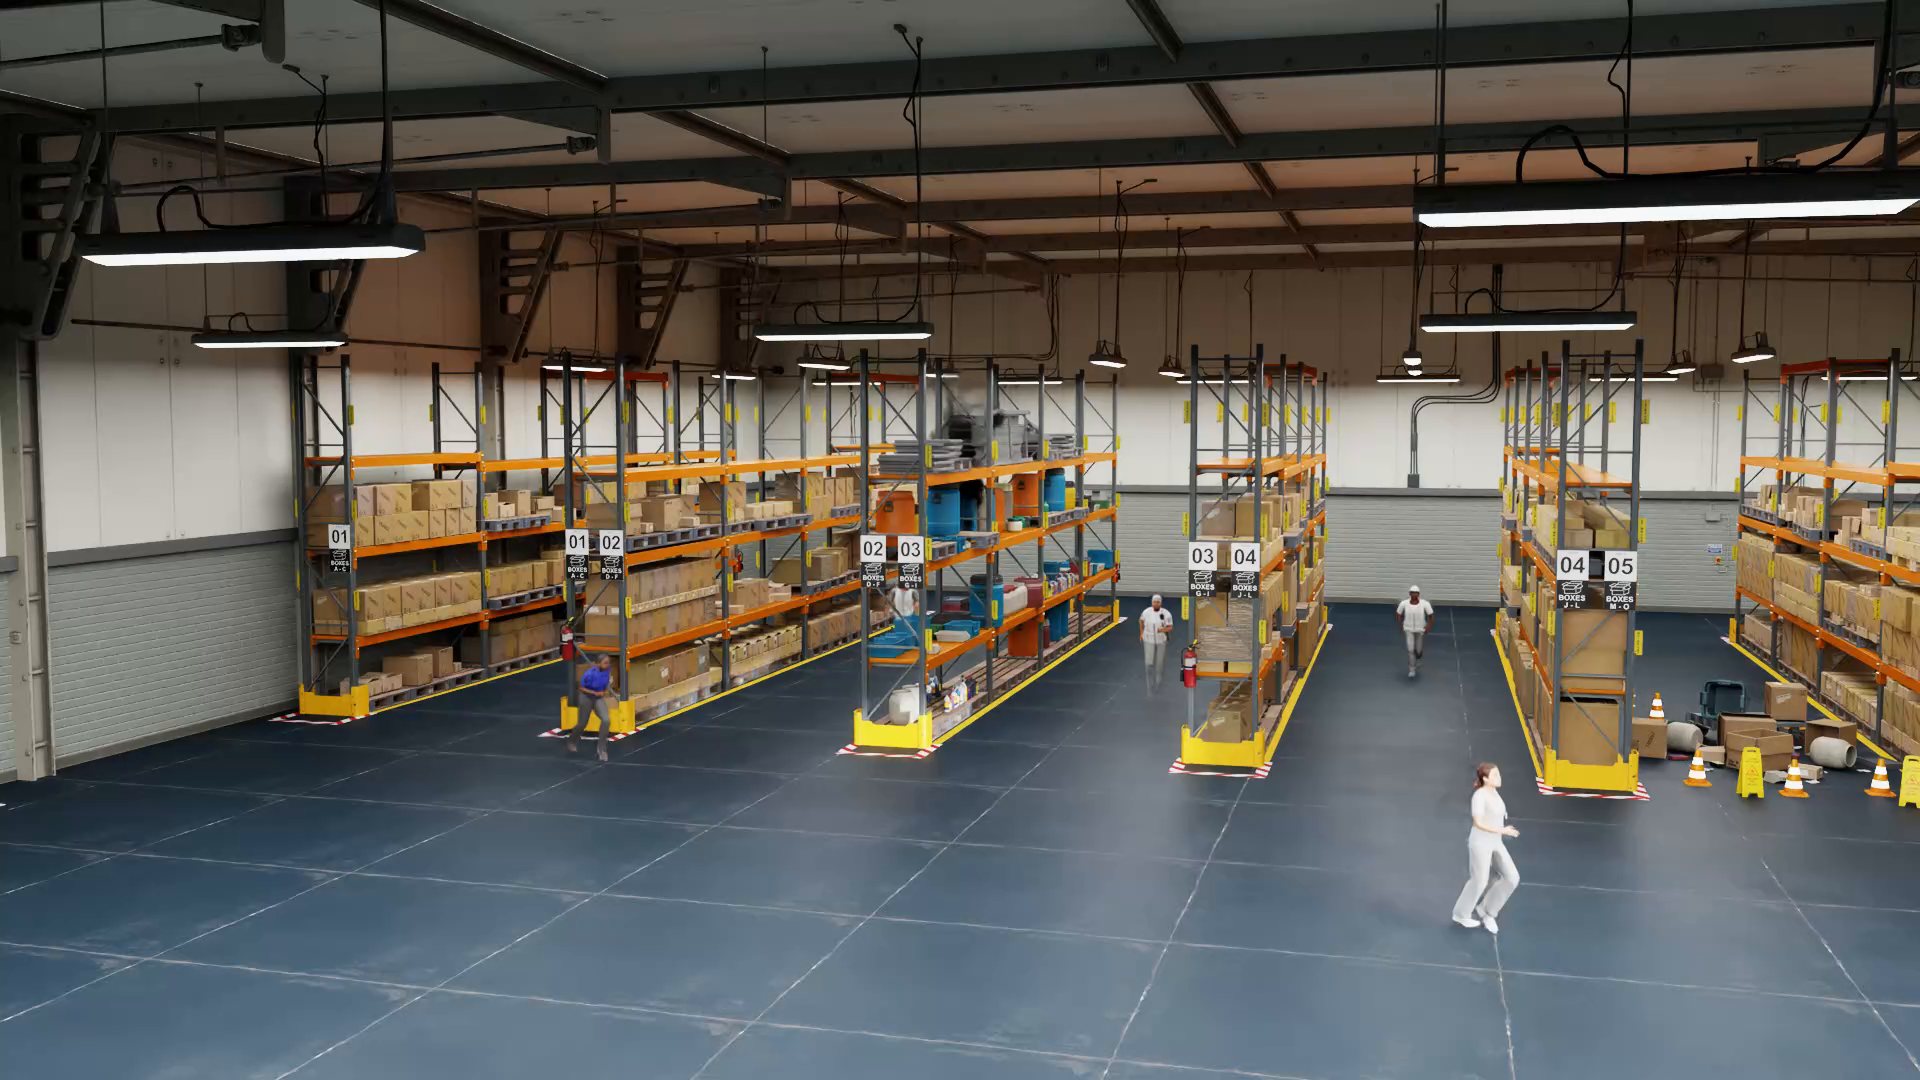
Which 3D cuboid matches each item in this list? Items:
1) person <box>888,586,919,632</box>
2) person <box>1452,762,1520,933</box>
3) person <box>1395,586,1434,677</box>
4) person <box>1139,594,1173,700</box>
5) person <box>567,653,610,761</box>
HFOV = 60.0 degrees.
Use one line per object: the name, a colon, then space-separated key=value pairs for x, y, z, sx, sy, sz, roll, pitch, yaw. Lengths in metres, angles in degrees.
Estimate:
person: x=-1.118 y=1.449 z=33.227 sx=0.658 sy=1.609 sz=0.650 roll=0 pitch=4 yaw=2
person: x=5.109 y=2.975 z=16.078 sx=0.578 sy=1.686 sz=0.681 roll=-4 pitch=6 yaw=-44
person: x=8.774 y=1.739 z=32.105 sx=0.719 sy=1.737 sz=0.739 roll=1 pitch=4 yaw=15
person: x=3.320 y=1.805 z=28.199 sx=0.570 sy=1.778 sz=0.772 roll=1 pitch=4 yaw=7
person: x=-5.418 y=2.422 z=24.353 sx=0.960 sy=1.613 sz=0.617 roll=4 pitch=6 yaw=39
